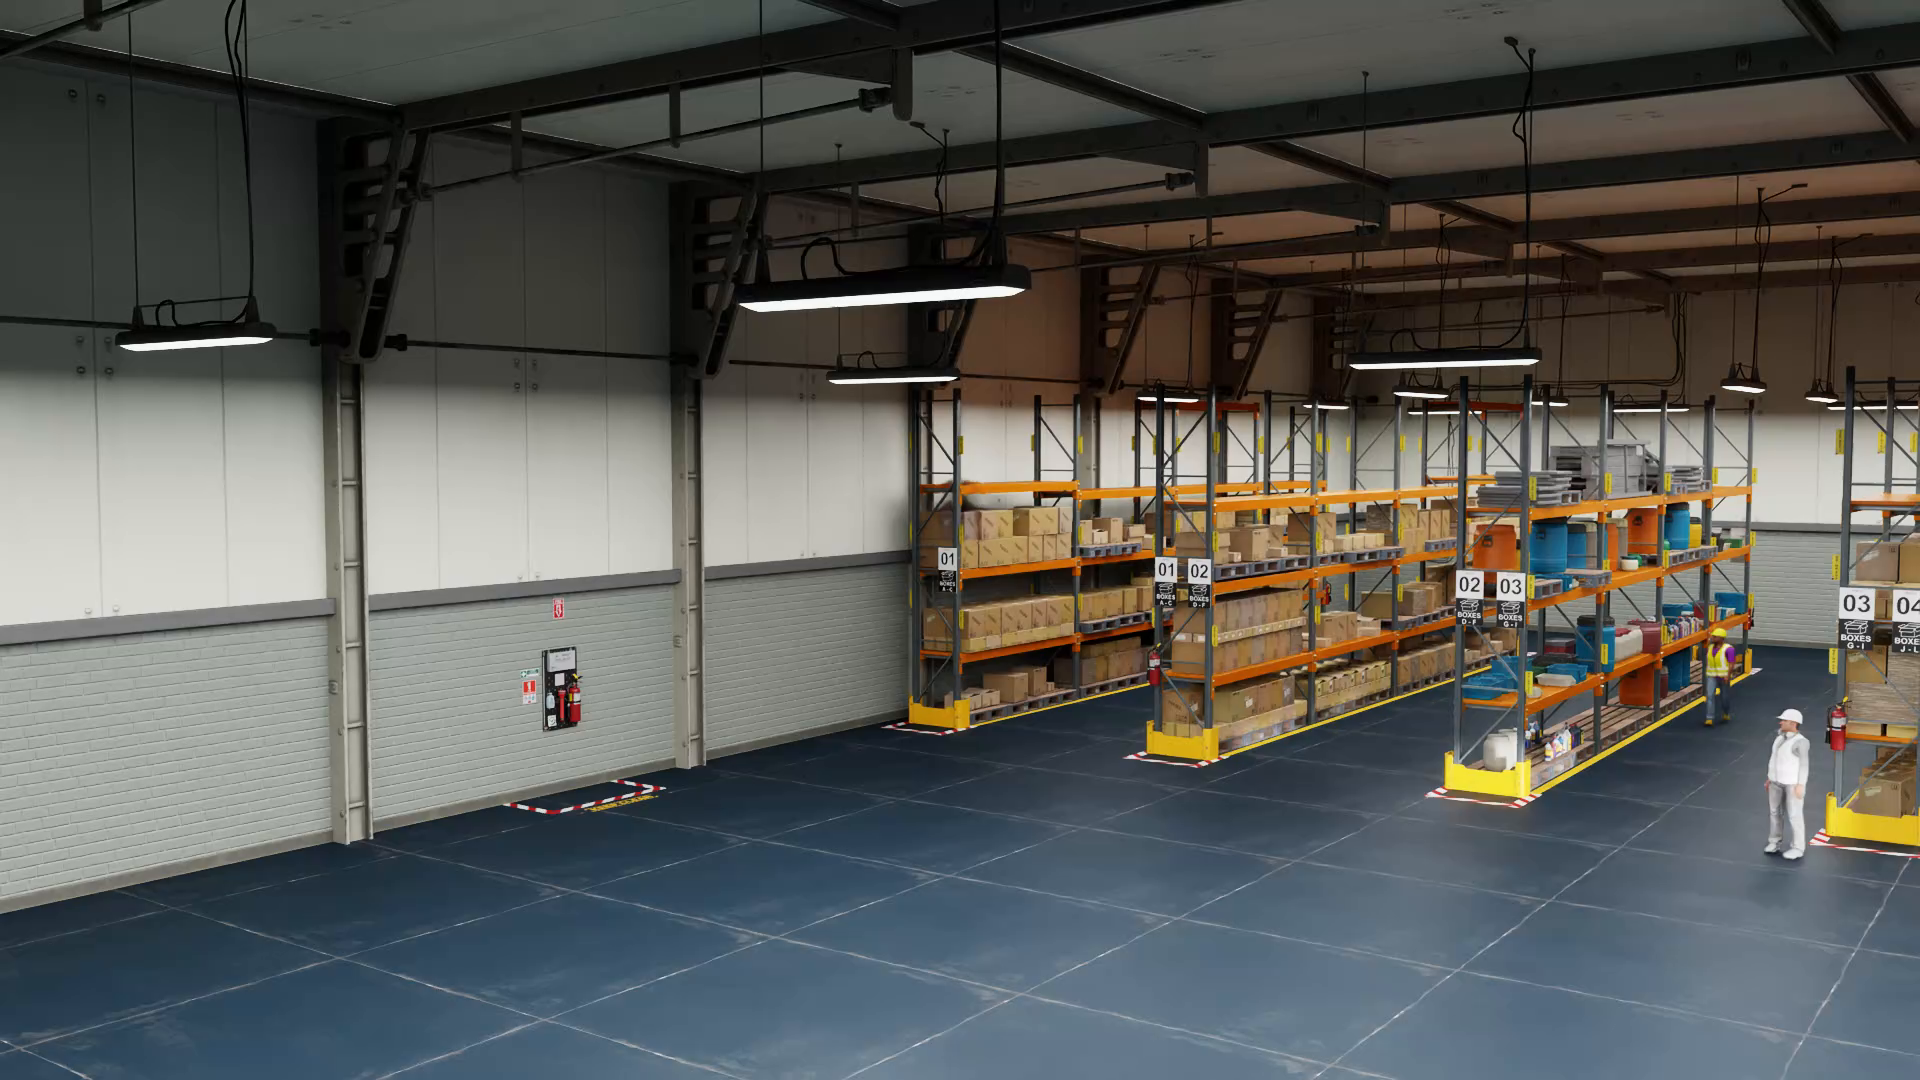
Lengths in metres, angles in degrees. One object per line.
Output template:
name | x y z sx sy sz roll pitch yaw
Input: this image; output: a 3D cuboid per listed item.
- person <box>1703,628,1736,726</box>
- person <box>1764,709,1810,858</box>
person | 13.592 2.447 29.750 0.522 1.726 1.031 2 4 33
person | 10.084 2.949 20.277 0.399 1.780 0.568 -1 4 -24
